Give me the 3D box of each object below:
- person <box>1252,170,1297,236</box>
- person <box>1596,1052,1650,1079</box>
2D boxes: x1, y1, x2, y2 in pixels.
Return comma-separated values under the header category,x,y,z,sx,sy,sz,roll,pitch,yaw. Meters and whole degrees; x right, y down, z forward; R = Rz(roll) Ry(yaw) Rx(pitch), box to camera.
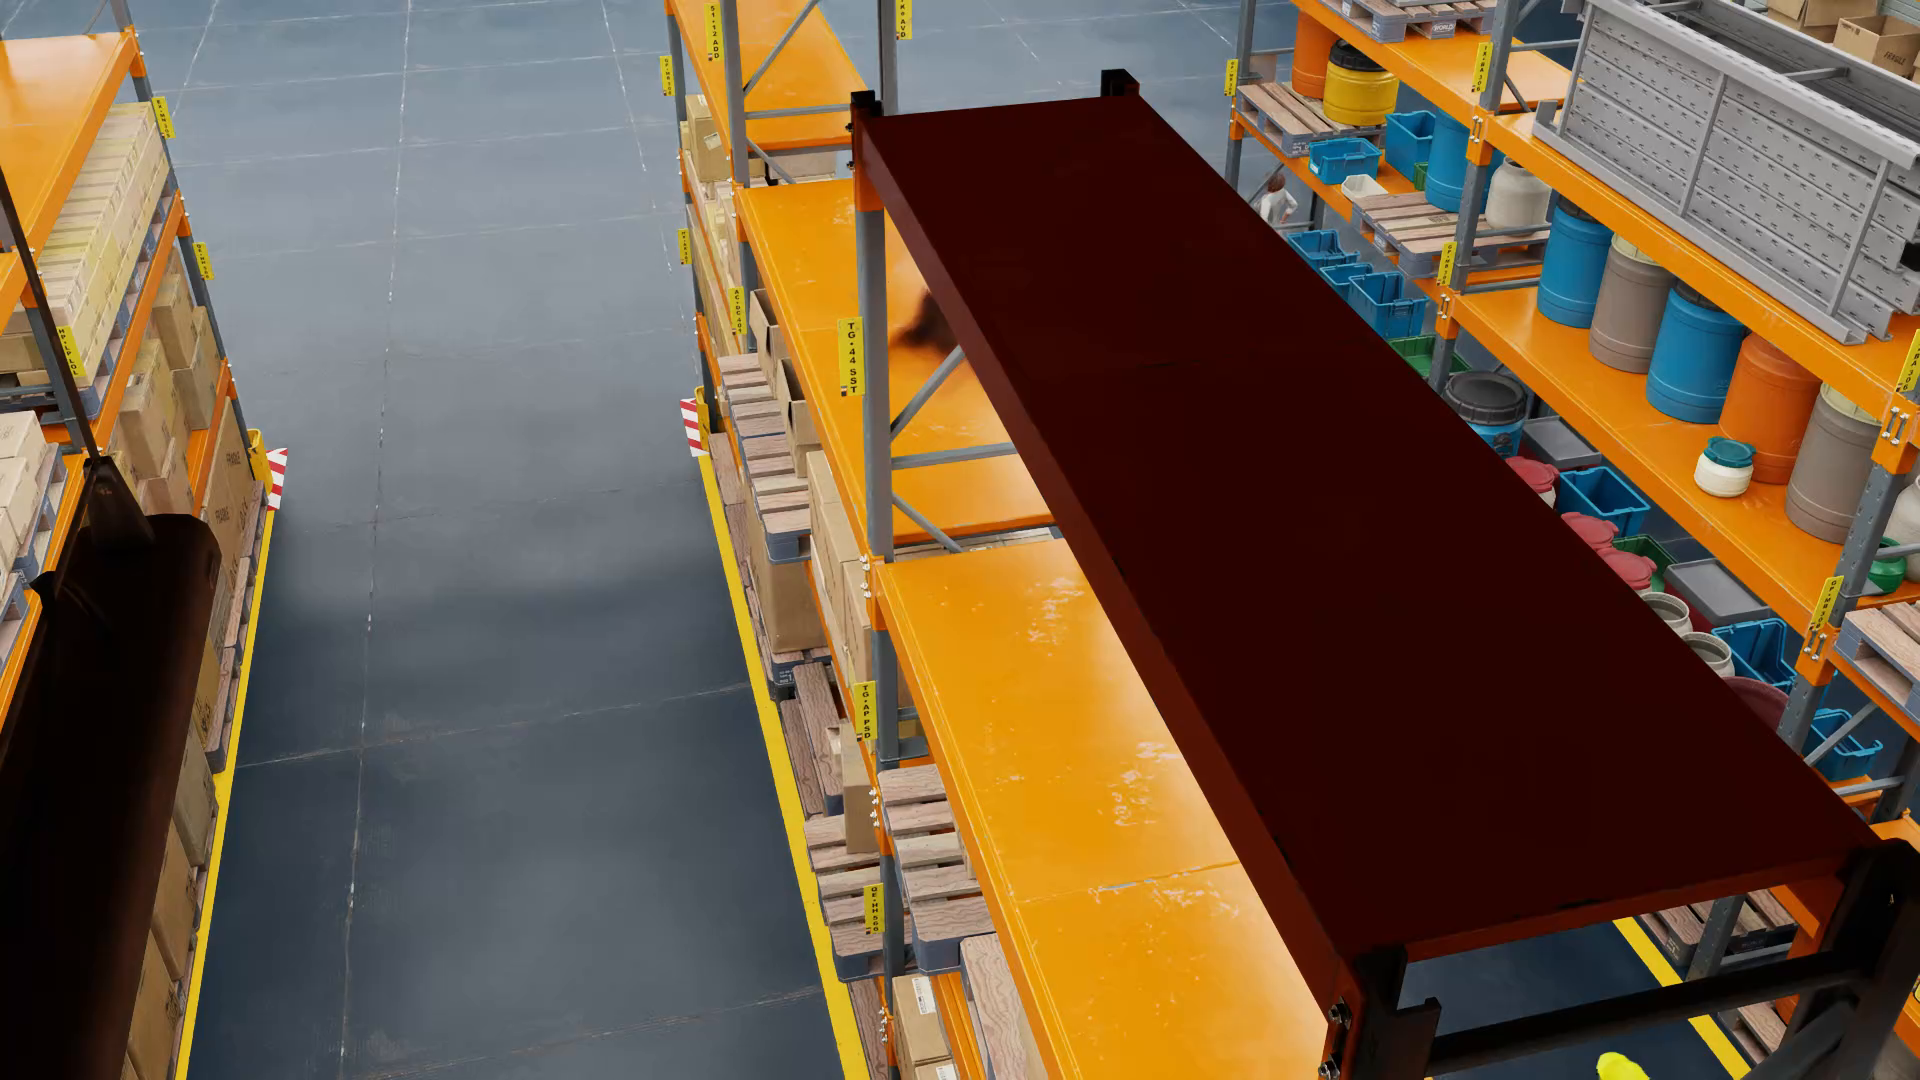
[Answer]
category,x,y,z,sx,sy,sz,roll,pitch,yaw
person,3.168,-3.107,17.249,0.750,1.580,0.574,19,39,26
person,3.042,3.063,8.007,0.714,1.653,0.914,-12,36,-17
